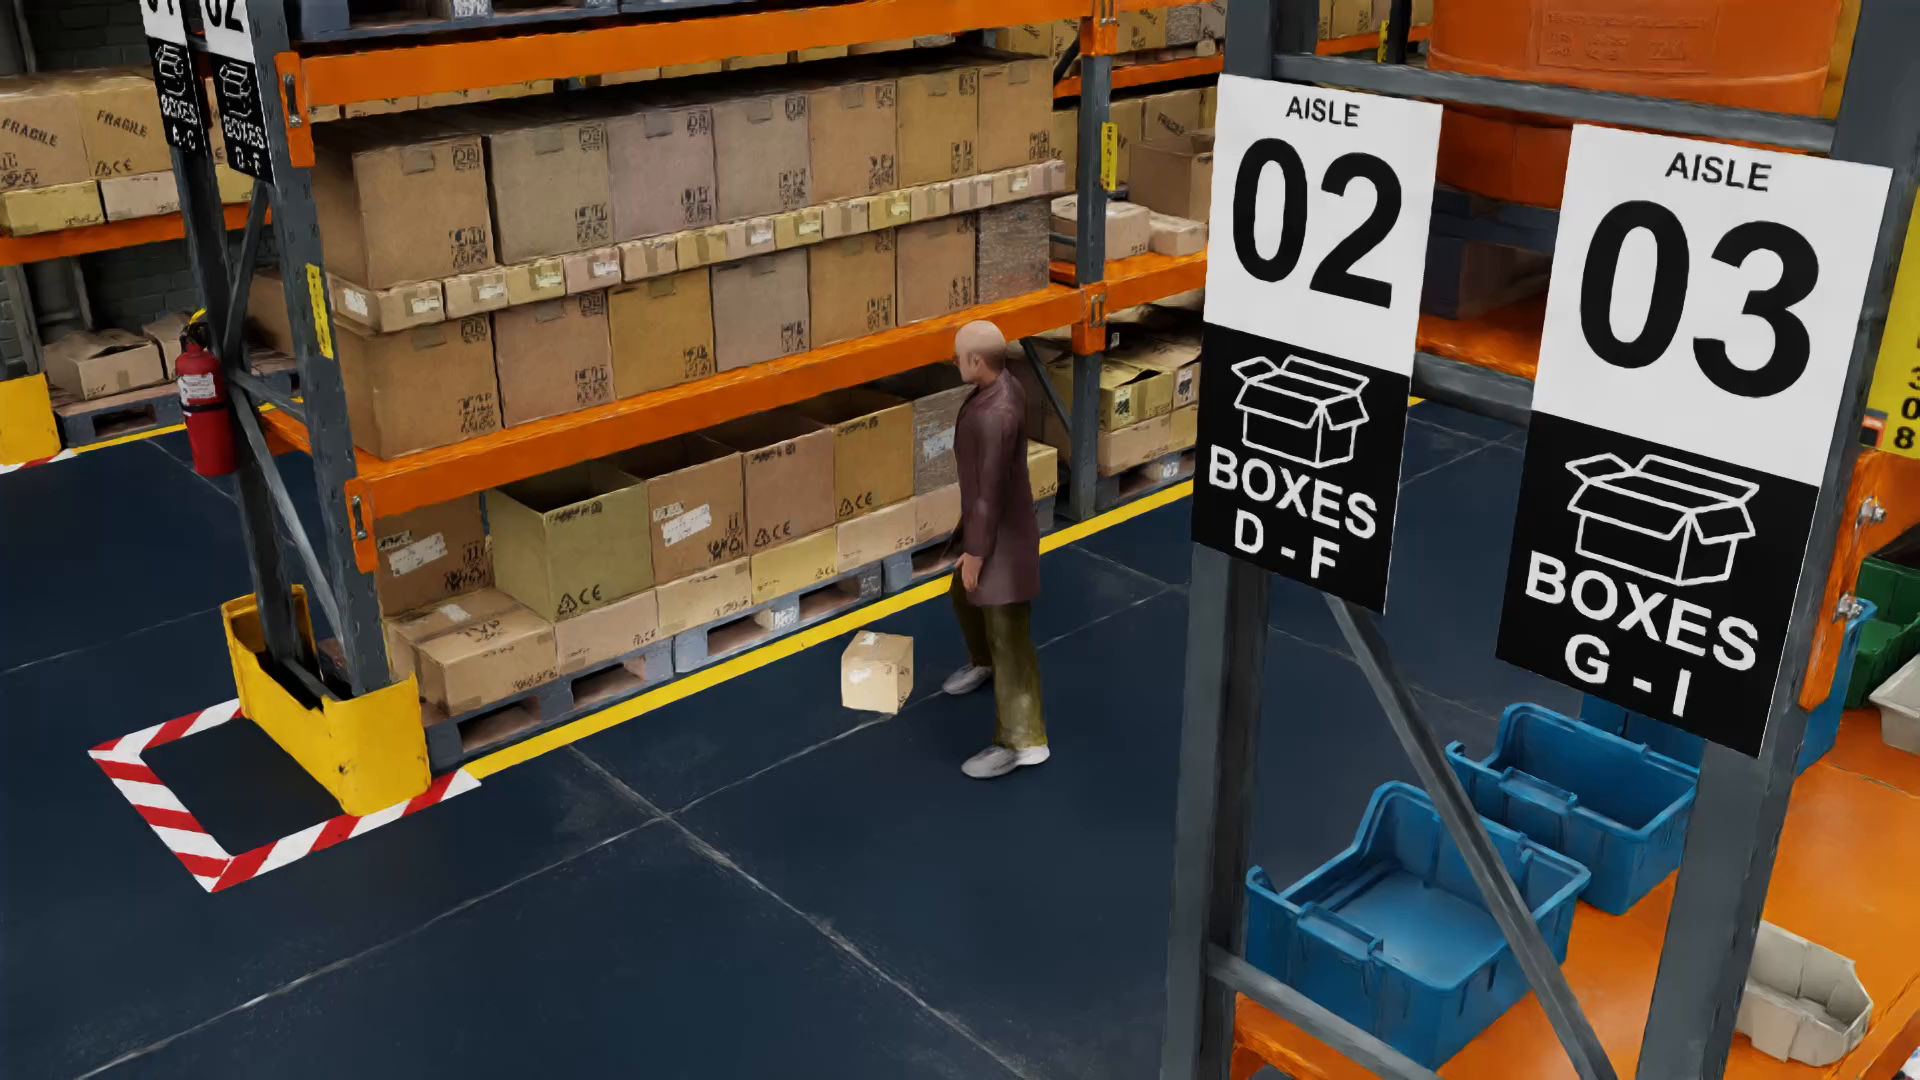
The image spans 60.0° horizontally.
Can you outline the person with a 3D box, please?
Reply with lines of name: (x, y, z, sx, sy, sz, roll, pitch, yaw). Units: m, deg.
person: (0.139, -0.021, 6.704, 0.433, 1.759, 0.903, -1, 24, -2)
